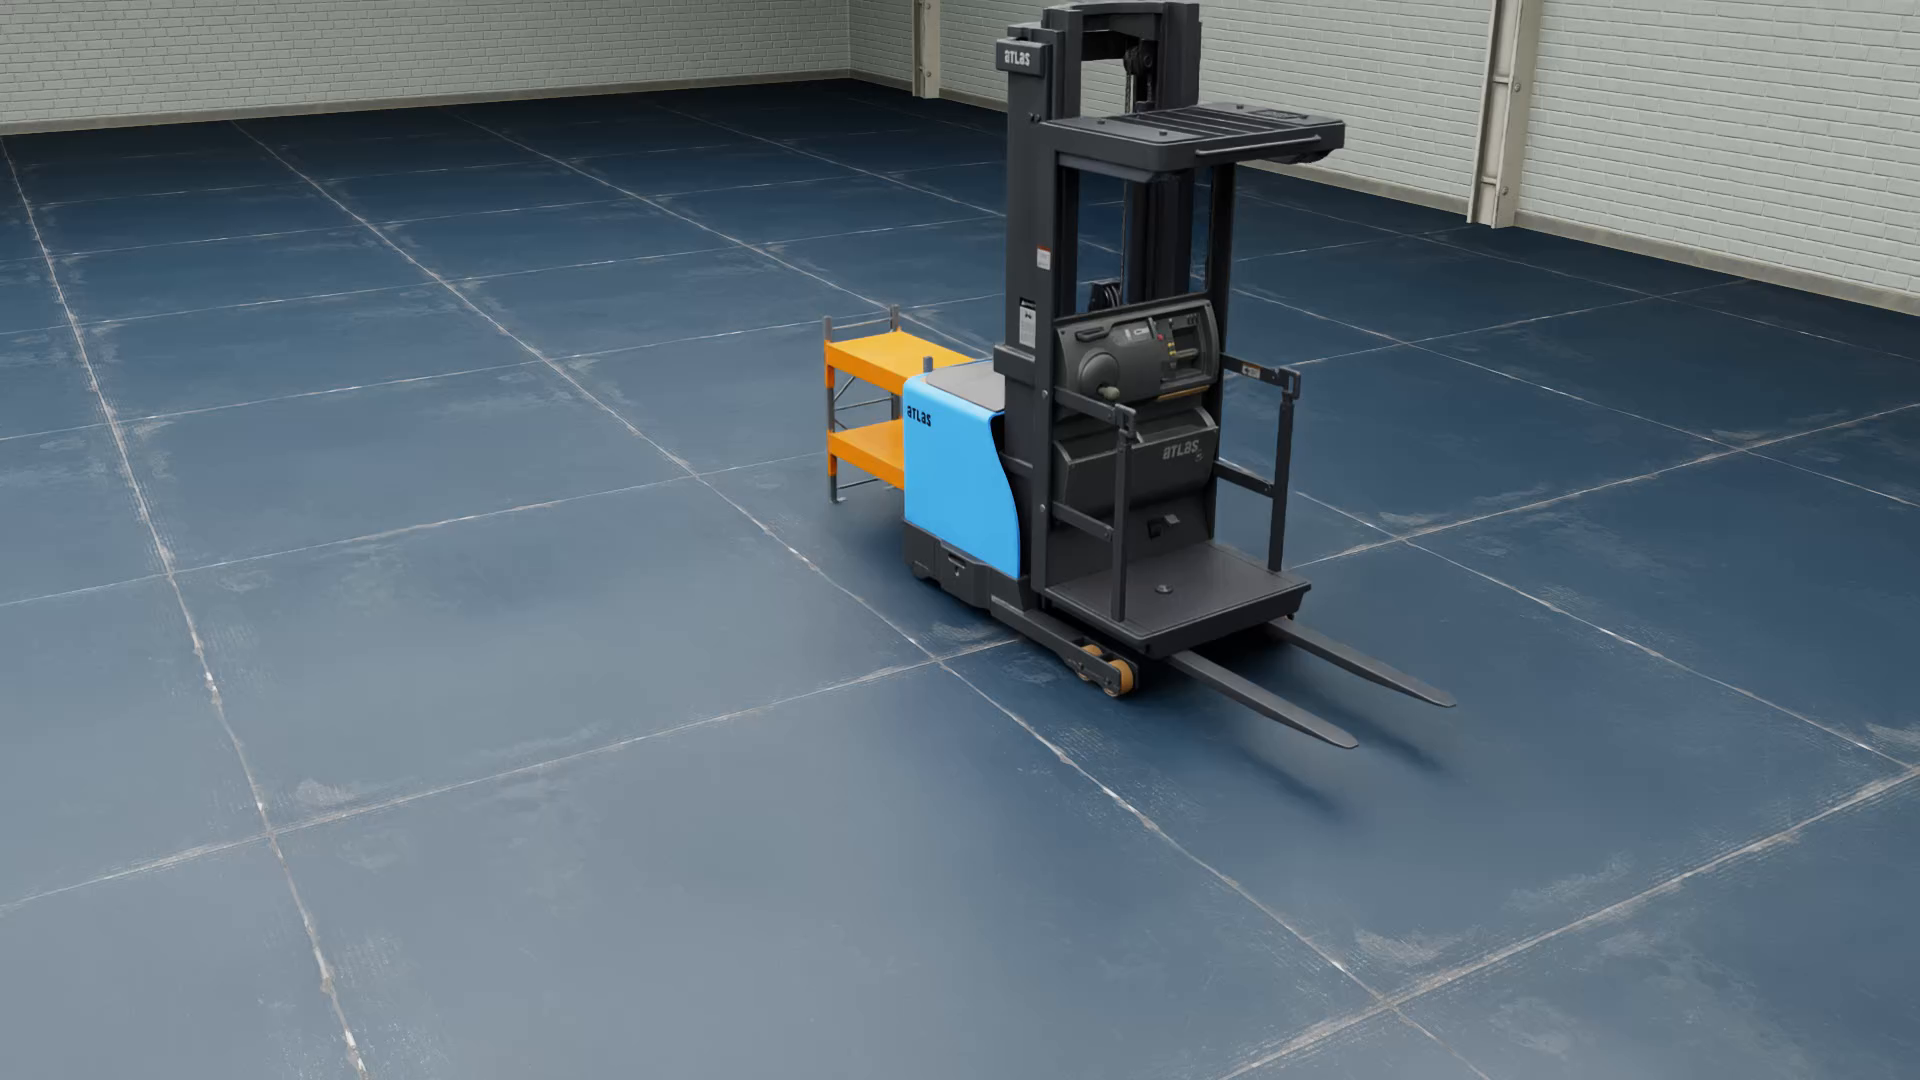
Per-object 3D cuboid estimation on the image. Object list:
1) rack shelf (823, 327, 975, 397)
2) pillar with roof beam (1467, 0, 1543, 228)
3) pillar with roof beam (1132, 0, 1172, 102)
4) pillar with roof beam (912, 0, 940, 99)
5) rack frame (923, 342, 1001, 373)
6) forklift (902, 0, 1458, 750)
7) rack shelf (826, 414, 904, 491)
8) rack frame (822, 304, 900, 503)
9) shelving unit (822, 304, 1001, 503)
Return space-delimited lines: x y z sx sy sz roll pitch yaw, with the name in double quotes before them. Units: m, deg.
"rack shelf" -0.275 -0.912 9.285 0.538 0.278 1.000 -15 27 -32
"pillar with roof beam" 1.884 -6.669 13.769 9.100 9.000 0.400 -13 25 -28
"pillar with roof beam" -1.180 -8.612 18.548 9.100 9.000 0.400 -13 25 -28
"pillar with roof beam" -4.245 -10.554 23.326 9.100 9.000 0.400 -13 25 -28
"rack frame" 0.020 -0.485 9.012 0.500 1.125 0.032 -15 27 -32
"forklift" 0.955 -0.852 7.516 1.130 2.935 3.031 -15 27 -32
"rack shelf" -0.275 -0.415 9.487 0.538 0.278 1.000 -15 27 -32
"rack frame" -0.569 -0.797 9.779 0.500 1.125 0.032 -15 27 -32
"shelving unit" -0.275 -0.641 9.395 0.538 1.125 1.048 -15 27 -32
